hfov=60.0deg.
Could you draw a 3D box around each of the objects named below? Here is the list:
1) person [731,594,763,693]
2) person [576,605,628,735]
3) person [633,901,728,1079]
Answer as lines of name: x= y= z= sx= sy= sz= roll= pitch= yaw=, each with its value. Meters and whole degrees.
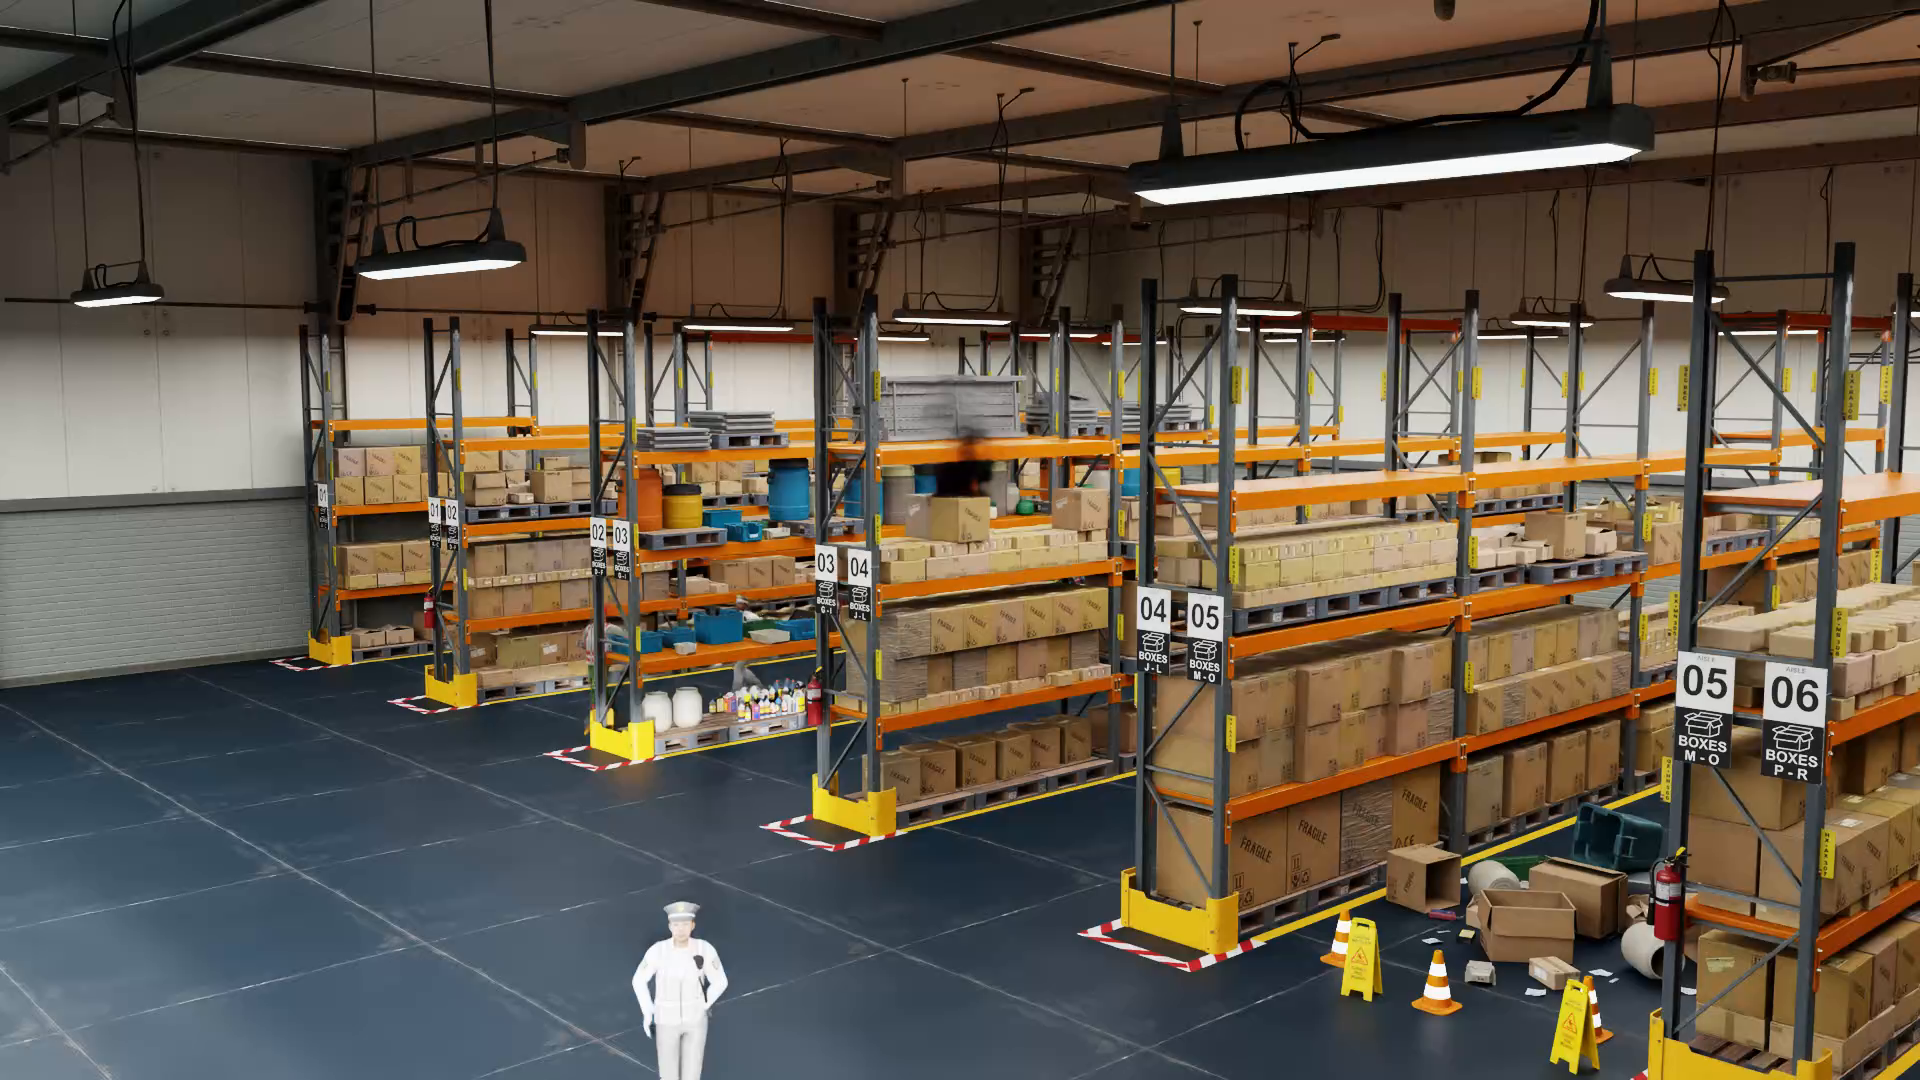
person: x=-3.389 y=1.682 z=25.899 sx=0.581 sy=1.699 sz=0.876 roll=5 pitch=8 yaw=42
person: x=-5.206 y=1.769 z=24.030 sx=0.640 sy=1.702 sz=0.749 roll=4 pitch=7 yaw=33
person: x=-1.876 y=3.216 z=11.194 sx=0.629 sy=1.651 sz=0.567 roll=-1 pitch=6 yaw=-12
